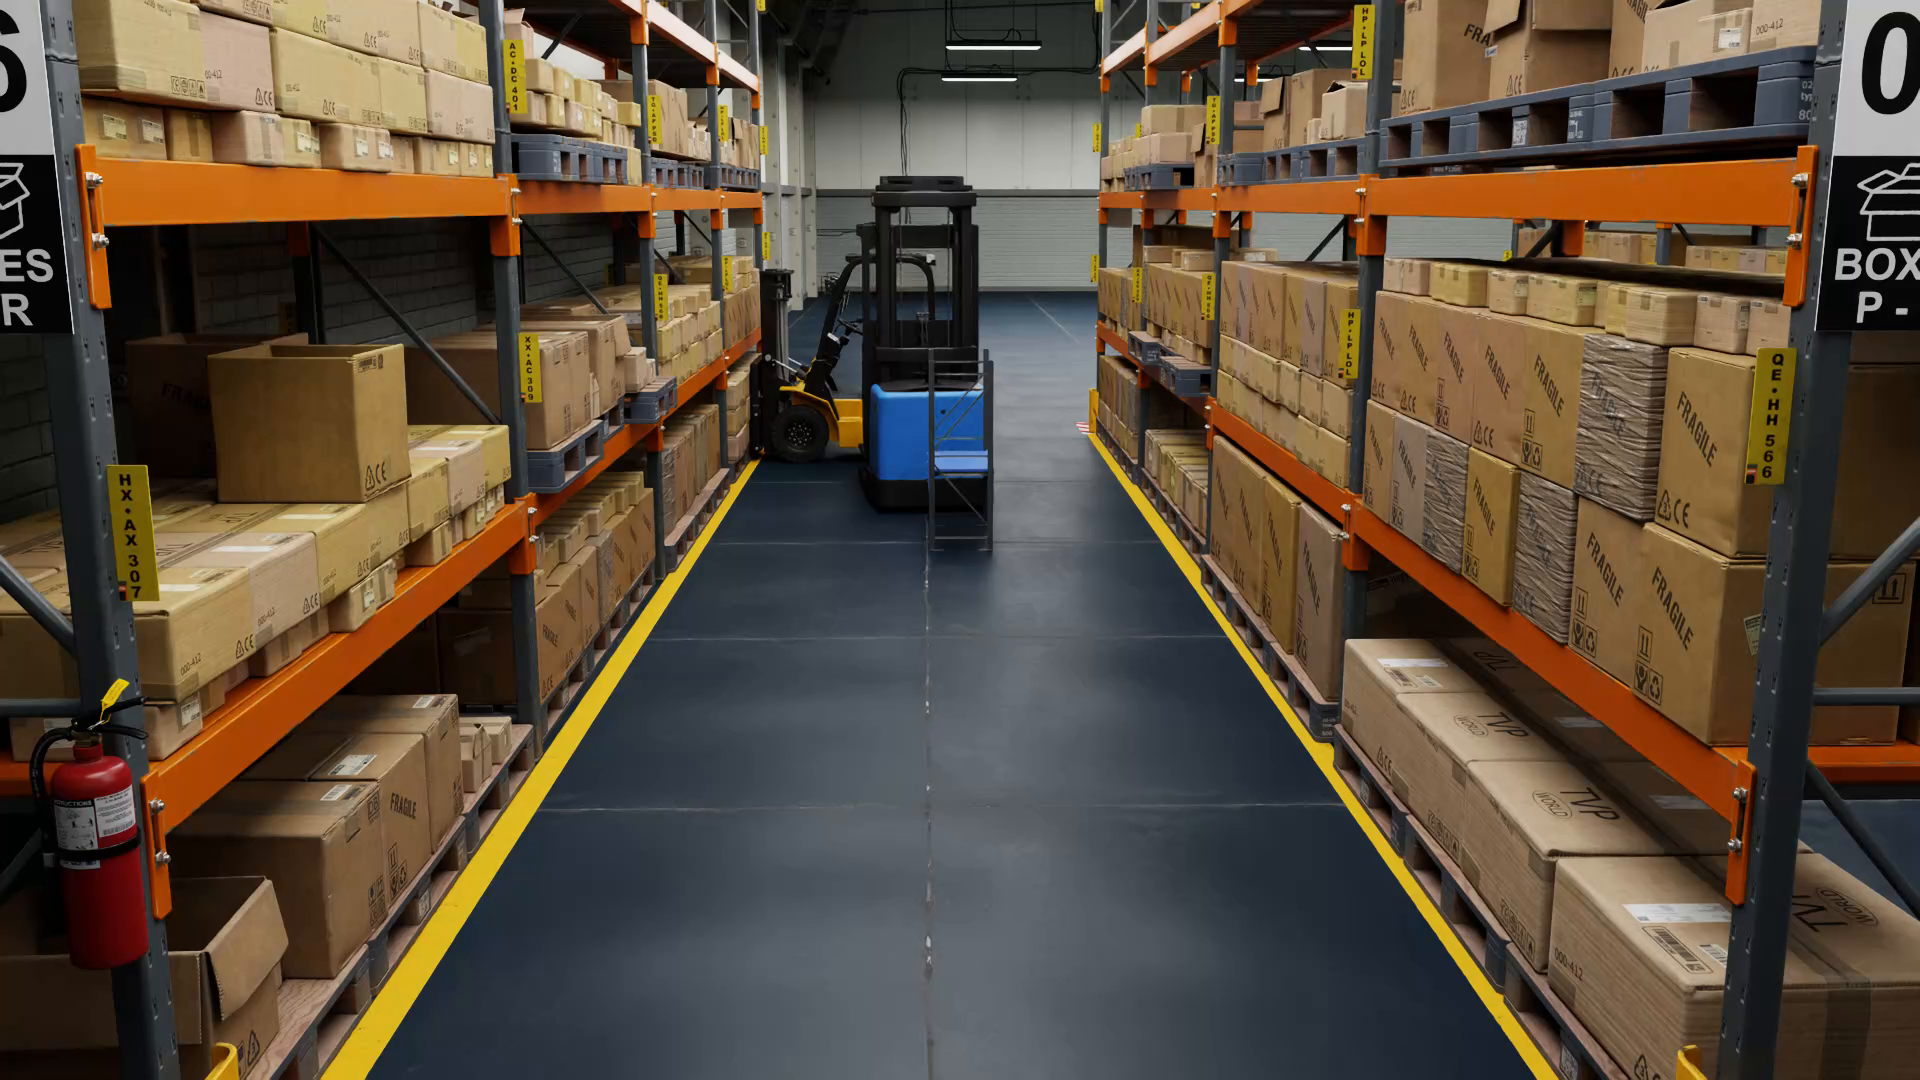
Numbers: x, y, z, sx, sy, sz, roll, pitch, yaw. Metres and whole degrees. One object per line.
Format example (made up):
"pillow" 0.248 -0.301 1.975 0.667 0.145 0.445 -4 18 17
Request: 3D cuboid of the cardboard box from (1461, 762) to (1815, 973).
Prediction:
"cardboard box" 2.332 1.128 5.843 0.875 0.438 0.875 0 11 0

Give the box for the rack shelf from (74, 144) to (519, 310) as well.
"rack shelf" -2.531 -1.103 5.717 1.077 0.370 4.000 0 11 -1

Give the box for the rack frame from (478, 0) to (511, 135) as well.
"rack frame" -2.572 -3.323 7.307 1.000 3.000 0.127 0 11 -1

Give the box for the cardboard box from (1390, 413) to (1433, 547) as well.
"cardboard box" 2.145 -0.259 7.040 0.500 0.500 0.500 0 11 -1

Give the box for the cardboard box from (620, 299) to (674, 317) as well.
"cardboard box" -2.458 -1.816 13.081 0.380 0.149 0.250 0 11 -1

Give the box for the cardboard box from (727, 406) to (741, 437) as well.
"cardboard box" -2.439 -1.174 16.404 0.500 0.250 0.500 0 11 -1

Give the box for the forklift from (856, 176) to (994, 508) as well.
"forklift" -0.403 -1.964 15.870 1.130 2.935 3.031 -2 12 -7

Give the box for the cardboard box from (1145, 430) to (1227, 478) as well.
"cardboard box" 2.239 -0.808 15.552 0.950 0.372 0.625 0 11 0

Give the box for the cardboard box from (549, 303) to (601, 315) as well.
"cardboard box" -2.925 -1.712 12.572 0.380 0.149 0.250 0 11 -1

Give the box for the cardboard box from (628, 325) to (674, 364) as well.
"cardboard box" -2.395 -1.439 12.228 0.500 0.250 0.500 0 11 -1

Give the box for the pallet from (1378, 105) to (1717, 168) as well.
"pallet" 2.397 -1.668 6.916 1.003 0.211 1.213 0 11 -1

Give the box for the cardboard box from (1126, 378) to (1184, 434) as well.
"cardboard box" 1.945 -1.337 16.578 0.500 0.500 0.500 0 11 -2

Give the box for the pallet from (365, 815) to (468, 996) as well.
"pallet" -2.531 1.363 6.310 1.003 0.211 1.213 0 11 -1

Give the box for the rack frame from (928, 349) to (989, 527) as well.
"rack frame" -0.012 -0.853 13.992 0.500 1.500 0.032 0 11 -1

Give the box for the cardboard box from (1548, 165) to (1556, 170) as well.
"cardboard box" 6.792 -4.212 18.554 0.380 0.149 0.250 0 11 -1

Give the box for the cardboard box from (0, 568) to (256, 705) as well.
"cardboard box" -2.229 0.248 4.420 0.500 0.250 0.500 0 11 -1

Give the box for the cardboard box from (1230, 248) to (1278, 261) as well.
"cardboard box" 2.517 -2.431 14.310 0.380 0.149 0.250 -1 11 -4

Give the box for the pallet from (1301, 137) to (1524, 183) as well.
"pallet" 2.322 -1.963 8.626 0.805 0.209 1.217 -1 11 -3

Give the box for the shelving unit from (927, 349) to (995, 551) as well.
"shelving unit" -0.002 -0.752 13.494 0.538 1.500 1.048 0 11 -1

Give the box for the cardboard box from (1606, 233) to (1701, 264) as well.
"cardboard box" 7.071 -2.820 16.822 0.875 0.550 0.550 0 11 -1

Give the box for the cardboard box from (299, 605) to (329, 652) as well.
"cardboard box" -2.269 0.263 5.351 0.380 0.149 0.250 0 11 0

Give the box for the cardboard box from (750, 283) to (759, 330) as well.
"cardboard box" -2.546 -2.618 18.666 0.500 0.500 0.500 0 11 1

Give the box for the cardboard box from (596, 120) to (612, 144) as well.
"cardboard box" -2.392 -2.548 10.402 0.380 0.149 0.250 0 11 -1

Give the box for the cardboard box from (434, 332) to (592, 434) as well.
"cardboard box" -2.369 -0.838 8.838 0.700 0.500 0.500 0 11 -1

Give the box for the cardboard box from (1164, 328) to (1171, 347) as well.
"cardboard box" 1.920 -1.707 14.004 0.380 0.149 0.250 0 11 1

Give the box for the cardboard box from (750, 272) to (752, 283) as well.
"cardboard box" -2.554 -2.965 18.748 0.380 0.149 0.250 0 11 0

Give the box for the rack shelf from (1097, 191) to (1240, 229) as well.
"rack shelf" 2.184 -3.510 17.579 1.077 0.370 4.000 0 11 -1

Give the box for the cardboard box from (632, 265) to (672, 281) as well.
"cardboard box" -3.010 -2.598 16.192 0.380 0.149 0.250 -1 11 -3

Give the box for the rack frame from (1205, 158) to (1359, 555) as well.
"rack frame" 2.308 -1.199 11.927 1.000 3.000 0.127 0 11 -1

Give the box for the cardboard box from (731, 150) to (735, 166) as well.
"cardboard box" -2.459 -3.818 16.616 0.380 0.149 0.250 0 11 1

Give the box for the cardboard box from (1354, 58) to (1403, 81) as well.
"cardboard box" 2.634 -2.575 9.856 0.500 0.500 0.500 0 11 -1

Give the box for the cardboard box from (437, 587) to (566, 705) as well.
"cardboard box" -2.357 0.539 8.589 0.500 0.500 0.500 0 11 1

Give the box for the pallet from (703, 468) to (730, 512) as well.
"pallet" -2.683 -0.461 15.298 1.003 0.211 1.213 0 11 -1

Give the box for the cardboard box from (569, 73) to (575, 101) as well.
"cardboard box" -2.211 -2.346 8.612 0.380 0.149 0.250 0 11 -2

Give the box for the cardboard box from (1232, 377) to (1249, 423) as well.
"cardboard box" 2.095 -0.926 10.955 0.500 0.250 0.500 -1 11 -3

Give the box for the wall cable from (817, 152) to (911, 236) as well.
"wall cable" -3.065 -10.599 50.981 3.097 2.526 0.112 0 11 -1

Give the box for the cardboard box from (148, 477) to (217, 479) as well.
"cardboard box" -2.806 -0.154 6.401 0.500 0.250 0.500 0 11 0

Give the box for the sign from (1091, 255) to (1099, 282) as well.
"sign" 1.600 -3.212 19.668 0.100 0.325 0.005 0 11 -1

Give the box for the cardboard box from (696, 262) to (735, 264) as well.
"cardboard box" -2.492 -2.756 16.969 0.380 0.149 0.250 0 11 -2

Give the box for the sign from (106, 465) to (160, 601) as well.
"sign" -1.947 -0.015 3.909 0.100 0.325 0.005 0 11 -1

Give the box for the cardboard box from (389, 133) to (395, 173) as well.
"cardboard box" -2.282 -1.406 6.031 0.380 0.149 0.250 0 11 -1

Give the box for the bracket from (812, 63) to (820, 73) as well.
"bracket" -3.910 -12.701 44.477 0.076 0.066 4.783 0 11 -1

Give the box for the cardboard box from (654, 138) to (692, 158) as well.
"cardboard box" -2.395 -3.205 13.590 0.380 0.149 0.250 0 11 -2

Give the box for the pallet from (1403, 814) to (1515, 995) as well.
"pallet" 2.356 1.357 6.340 1.003 0.211 1.213 0 11 -1

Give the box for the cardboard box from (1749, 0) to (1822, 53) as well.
"cardboard box" 2.374 -1.350 4.193 0.500 0.250 0.500 -1 12 -6

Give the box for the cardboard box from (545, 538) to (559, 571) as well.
"cardboard box" -2.432 0.086 9.192 0.380 0.149 0.250 0 11 -2

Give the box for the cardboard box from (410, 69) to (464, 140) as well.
"cardboard box" -2.290 -1.727 6.614 0.500 0.250 0.500 -1 11 -3

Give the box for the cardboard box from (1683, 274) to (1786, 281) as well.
"cardboard box" 2.753 -0.846 5.788 0.380 0.149 0.250 -1 11 -3

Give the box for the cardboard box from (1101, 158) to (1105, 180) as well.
"cardboard box" 1.887 -4.231 18.955 0.500 0.250 0.500 0 11 -2

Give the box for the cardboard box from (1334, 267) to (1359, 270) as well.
"cardboard box" 2.603 -1.436 10.327 0.500 0.500 0.500 0 11 -1

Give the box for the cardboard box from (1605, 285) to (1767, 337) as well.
"cardboard box" 2.183 -0.688 5.009 0.380 0.149 0.250 0 11 0

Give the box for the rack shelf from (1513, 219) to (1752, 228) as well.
"rack shelf" 7.131 -3.550 17.779 1.077 0.370 4.000 0 11 -1

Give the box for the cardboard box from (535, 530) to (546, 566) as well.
"cardboard box" -2.367 0.049 8.627 0.380 0.149 0.250 -1 11 -4

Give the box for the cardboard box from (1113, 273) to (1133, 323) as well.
"cardboard box" 1.919 -2.584 17.752 0.500 0.500 0.500 0 11 -2
